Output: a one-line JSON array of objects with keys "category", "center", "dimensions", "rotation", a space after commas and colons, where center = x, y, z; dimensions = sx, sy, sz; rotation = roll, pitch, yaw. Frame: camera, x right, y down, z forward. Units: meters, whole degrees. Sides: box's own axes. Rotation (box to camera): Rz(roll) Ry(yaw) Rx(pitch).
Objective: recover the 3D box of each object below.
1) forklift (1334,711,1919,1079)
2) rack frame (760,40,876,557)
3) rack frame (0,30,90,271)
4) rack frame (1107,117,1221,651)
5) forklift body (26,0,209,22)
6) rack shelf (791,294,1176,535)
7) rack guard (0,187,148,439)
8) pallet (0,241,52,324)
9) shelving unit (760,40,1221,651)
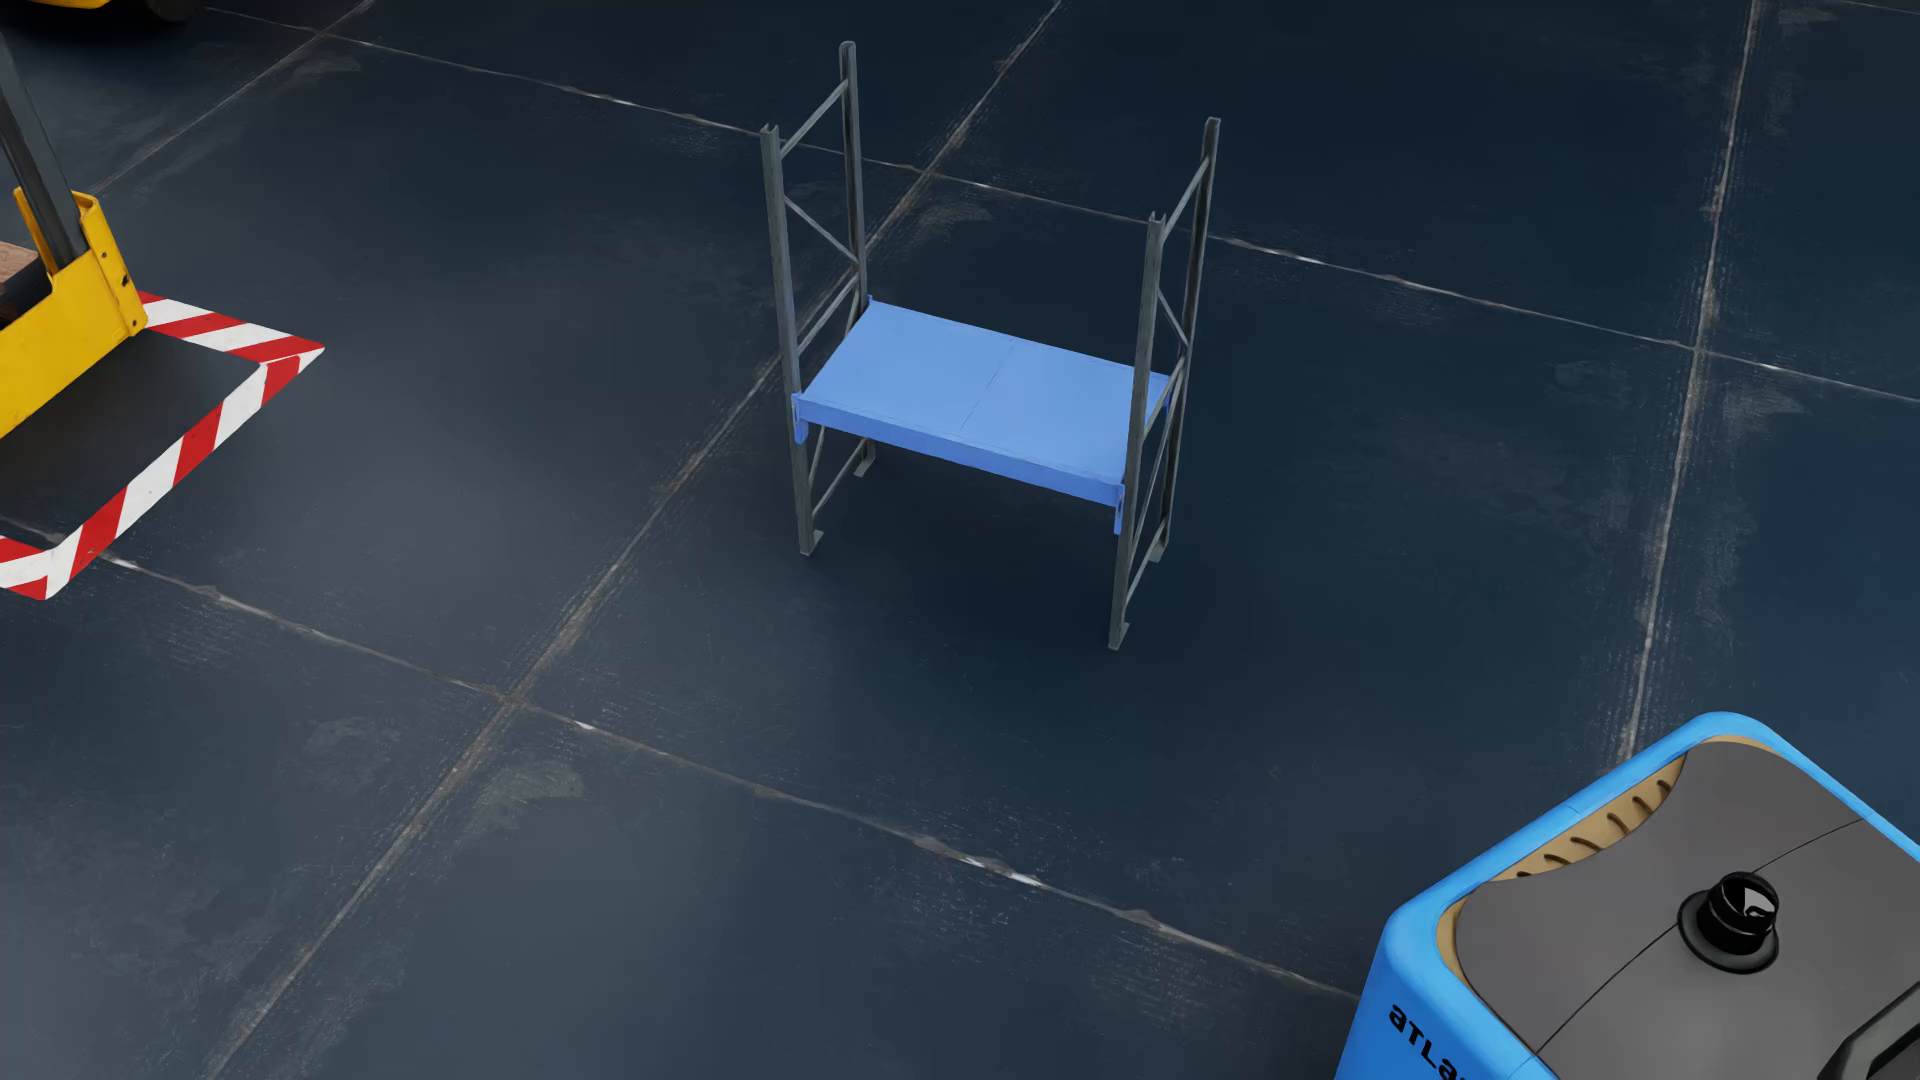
[{"category": "forklift", "center": [1.984, 1.106, 2.061], "dimensions": [1.130, 2.935, 3.031], "rotation": [-25, 50, -23]}, {"category": "rack frame", "center": [-0.390, -0.647, 4.836], "dimensions": [0.032, 1.500, 0.500], "rotation": [16, 47, 16]}, {"category": "rack frame", "center": [-3.246, -1.521, 4.652], "dimensions": [0.127, 3.000, 1.000], "rotation": [16, 47, 16]}, {"category": "rack frame", "center": [0.548, -0.370, 4.559], "dimensions": [0.032, 1.500, 0.500], "rotation": [16, 47, 16]}, {"category": "forklift body", "center": [-3.790, -3.780, 7.524], "dimensions": [1.214, 2.155, 2.313], "rotation": [16, 47, 16]}, {"category": "rack shelf", "center": [0.079, -0.381, 4.825], "dimensions": [1.000, 0.185, 0.538], "rotation": [16, 47, 16]}, {"category": "rack guard", "center": [-3.316, -0.656, 5.555], "dimensions": [0.348, 0.500, 1.175], "rotation": [16, 47, 16]}, {"category": "pallet", "center": [-4.052, -0.797, 5.901], "dimensions": [1.213, 0.211, 1.003], "rotation": [16, 47, 16]}, {"category": "shelving unit", "center": [0.079, -0.508, 4.698], "dimensions": [1.048, 1.500, 0.538], "rotation": [16, 47, 16]}]
